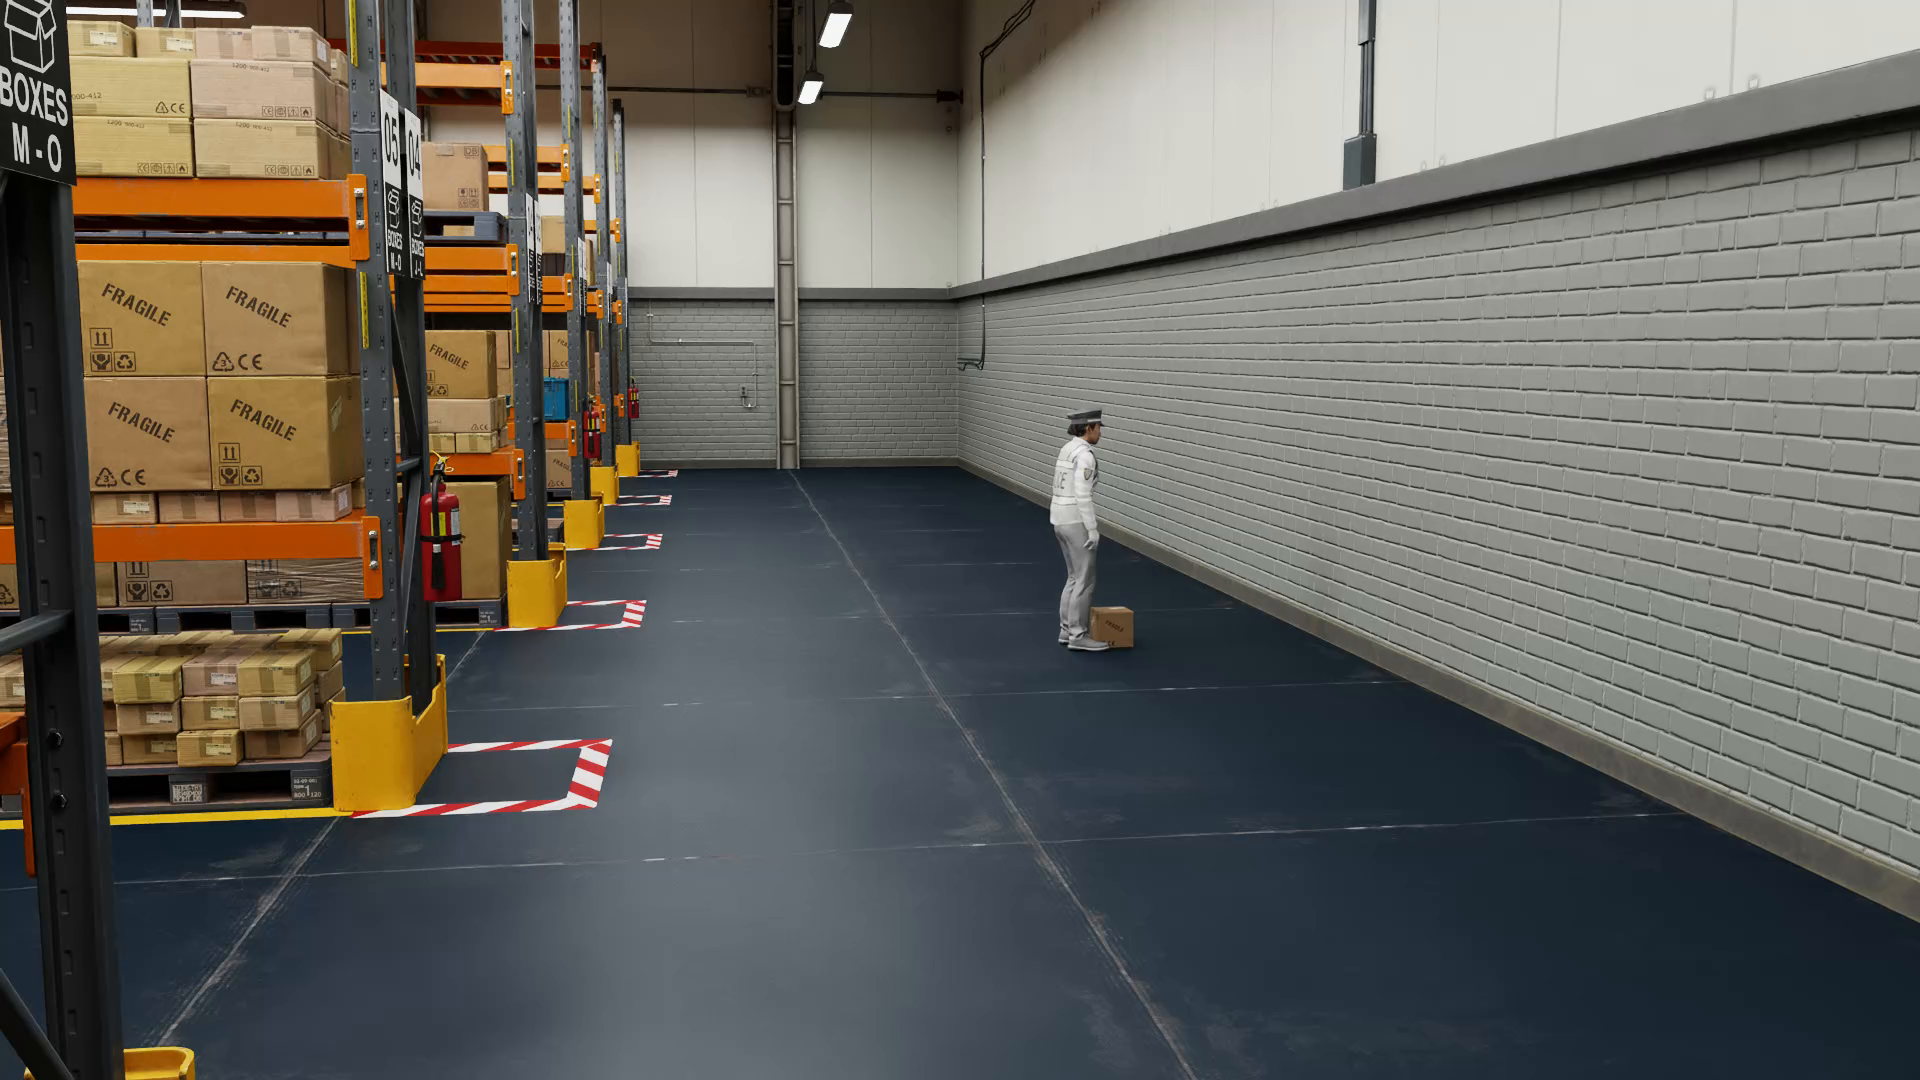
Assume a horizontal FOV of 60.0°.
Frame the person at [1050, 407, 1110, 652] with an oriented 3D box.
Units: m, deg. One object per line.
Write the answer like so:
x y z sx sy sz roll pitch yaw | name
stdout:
0.826 -0.087 11.562 0.371 1.666 0.547 -1 7 -12 | person
